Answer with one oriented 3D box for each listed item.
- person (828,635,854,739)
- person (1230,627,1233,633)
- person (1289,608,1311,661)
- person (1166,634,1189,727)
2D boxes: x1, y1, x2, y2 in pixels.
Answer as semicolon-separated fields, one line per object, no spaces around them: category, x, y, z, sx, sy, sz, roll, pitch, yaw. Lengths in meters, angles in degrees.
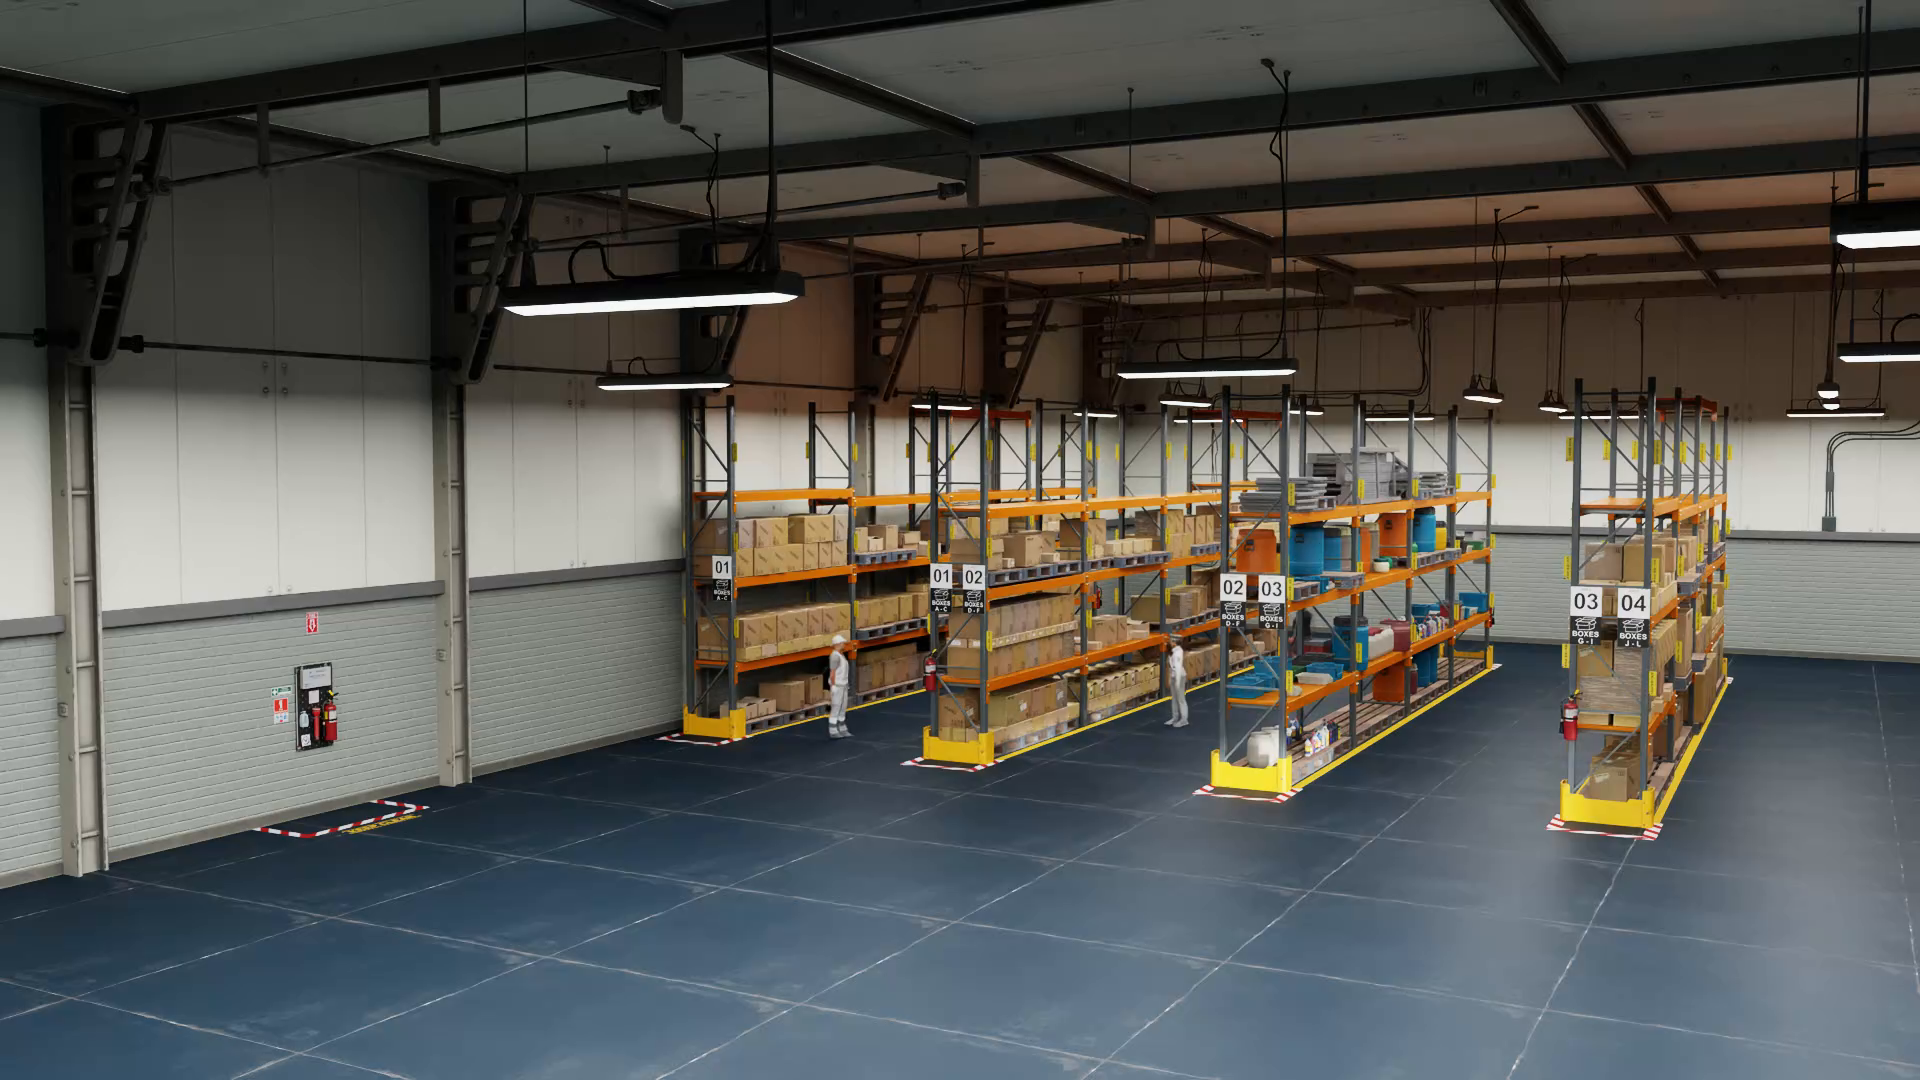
person;-2.093;2.581;29.201;0.406;1.833;0.598;0;3;8
person;7.164;1.843;44.950;0.533;1.726;0.427;1;3;14
person;7.542;2.187;36.804;0.366;1.725;0.610;3;4;43
person;3.978;2.558;30.490;0.381;1.681;0.504;0;3;-5
